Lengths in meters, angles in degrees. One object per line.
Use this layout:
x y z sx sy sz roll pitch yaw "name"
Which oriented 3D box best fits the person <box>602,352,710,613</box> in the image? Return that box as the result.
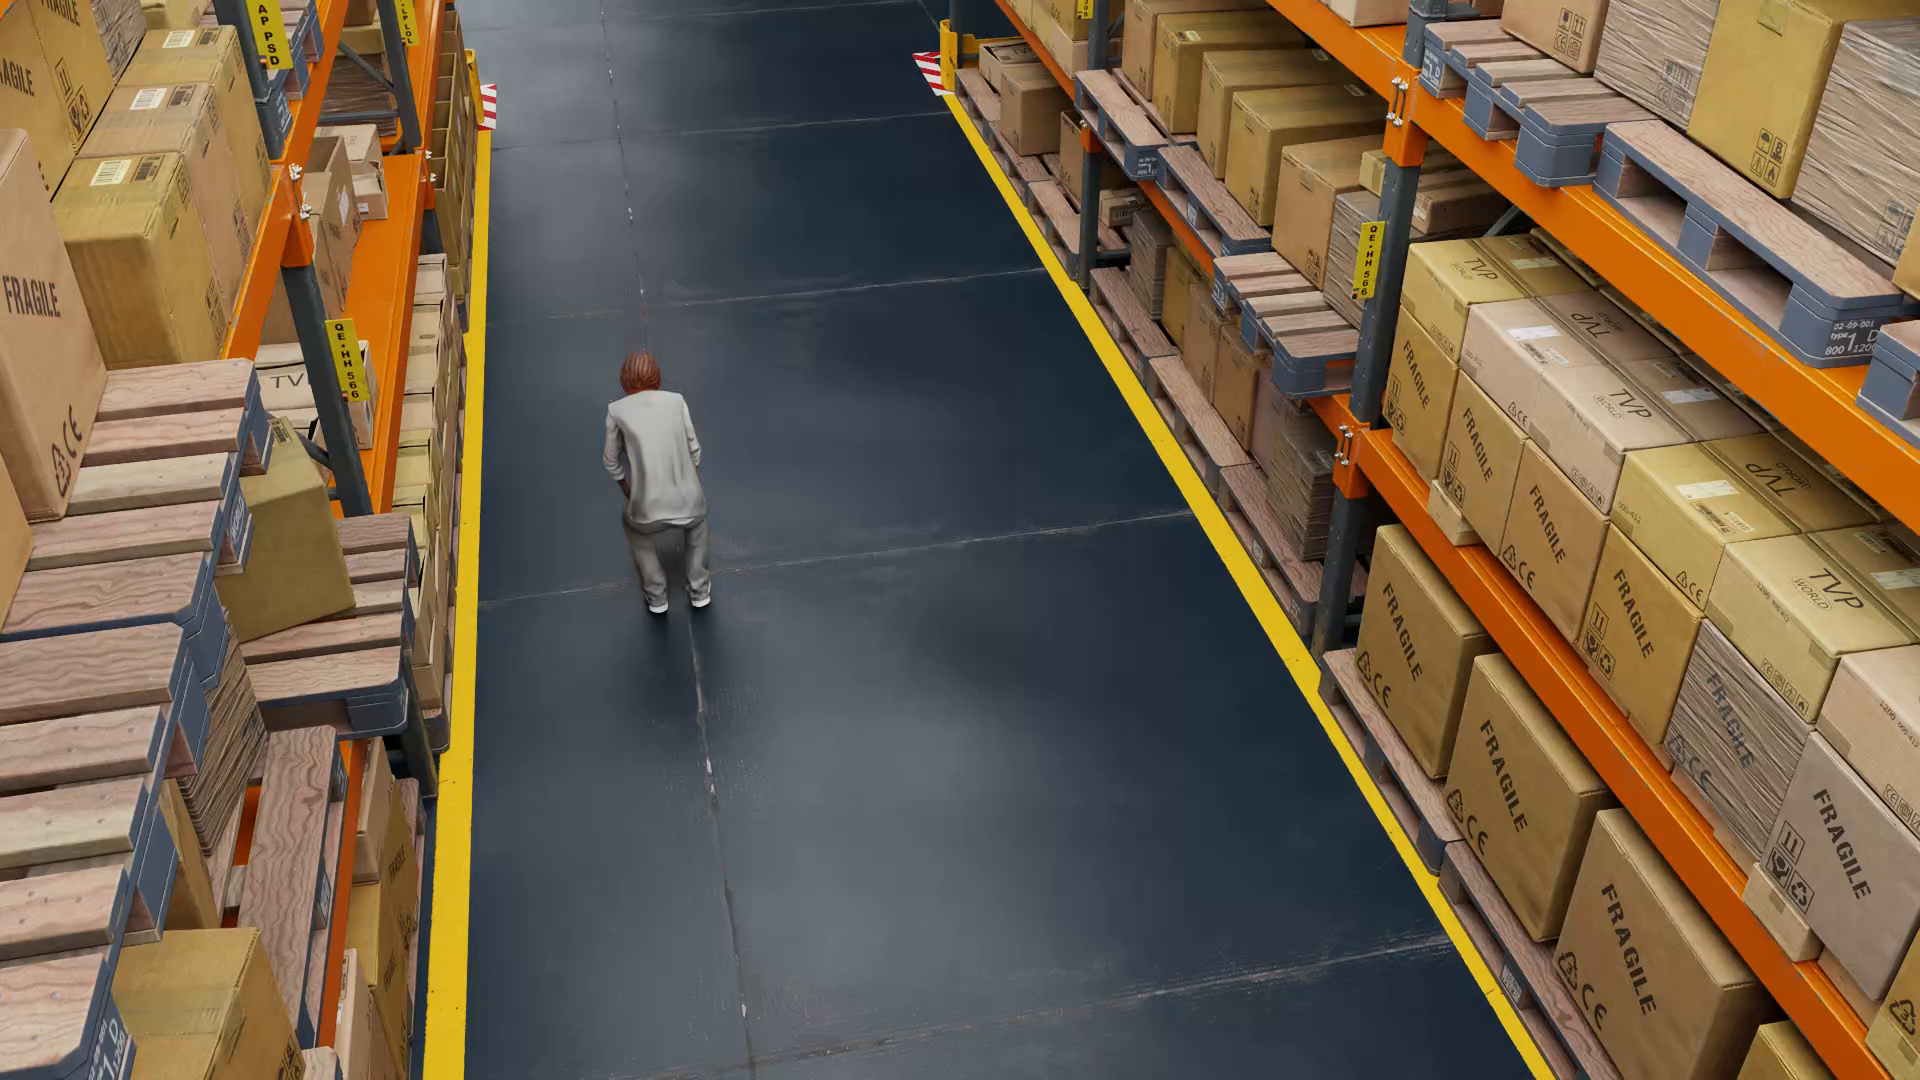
-1.430 -0.232 7.847 0.464 1.190 0.710 -7 35 -10 "person"
